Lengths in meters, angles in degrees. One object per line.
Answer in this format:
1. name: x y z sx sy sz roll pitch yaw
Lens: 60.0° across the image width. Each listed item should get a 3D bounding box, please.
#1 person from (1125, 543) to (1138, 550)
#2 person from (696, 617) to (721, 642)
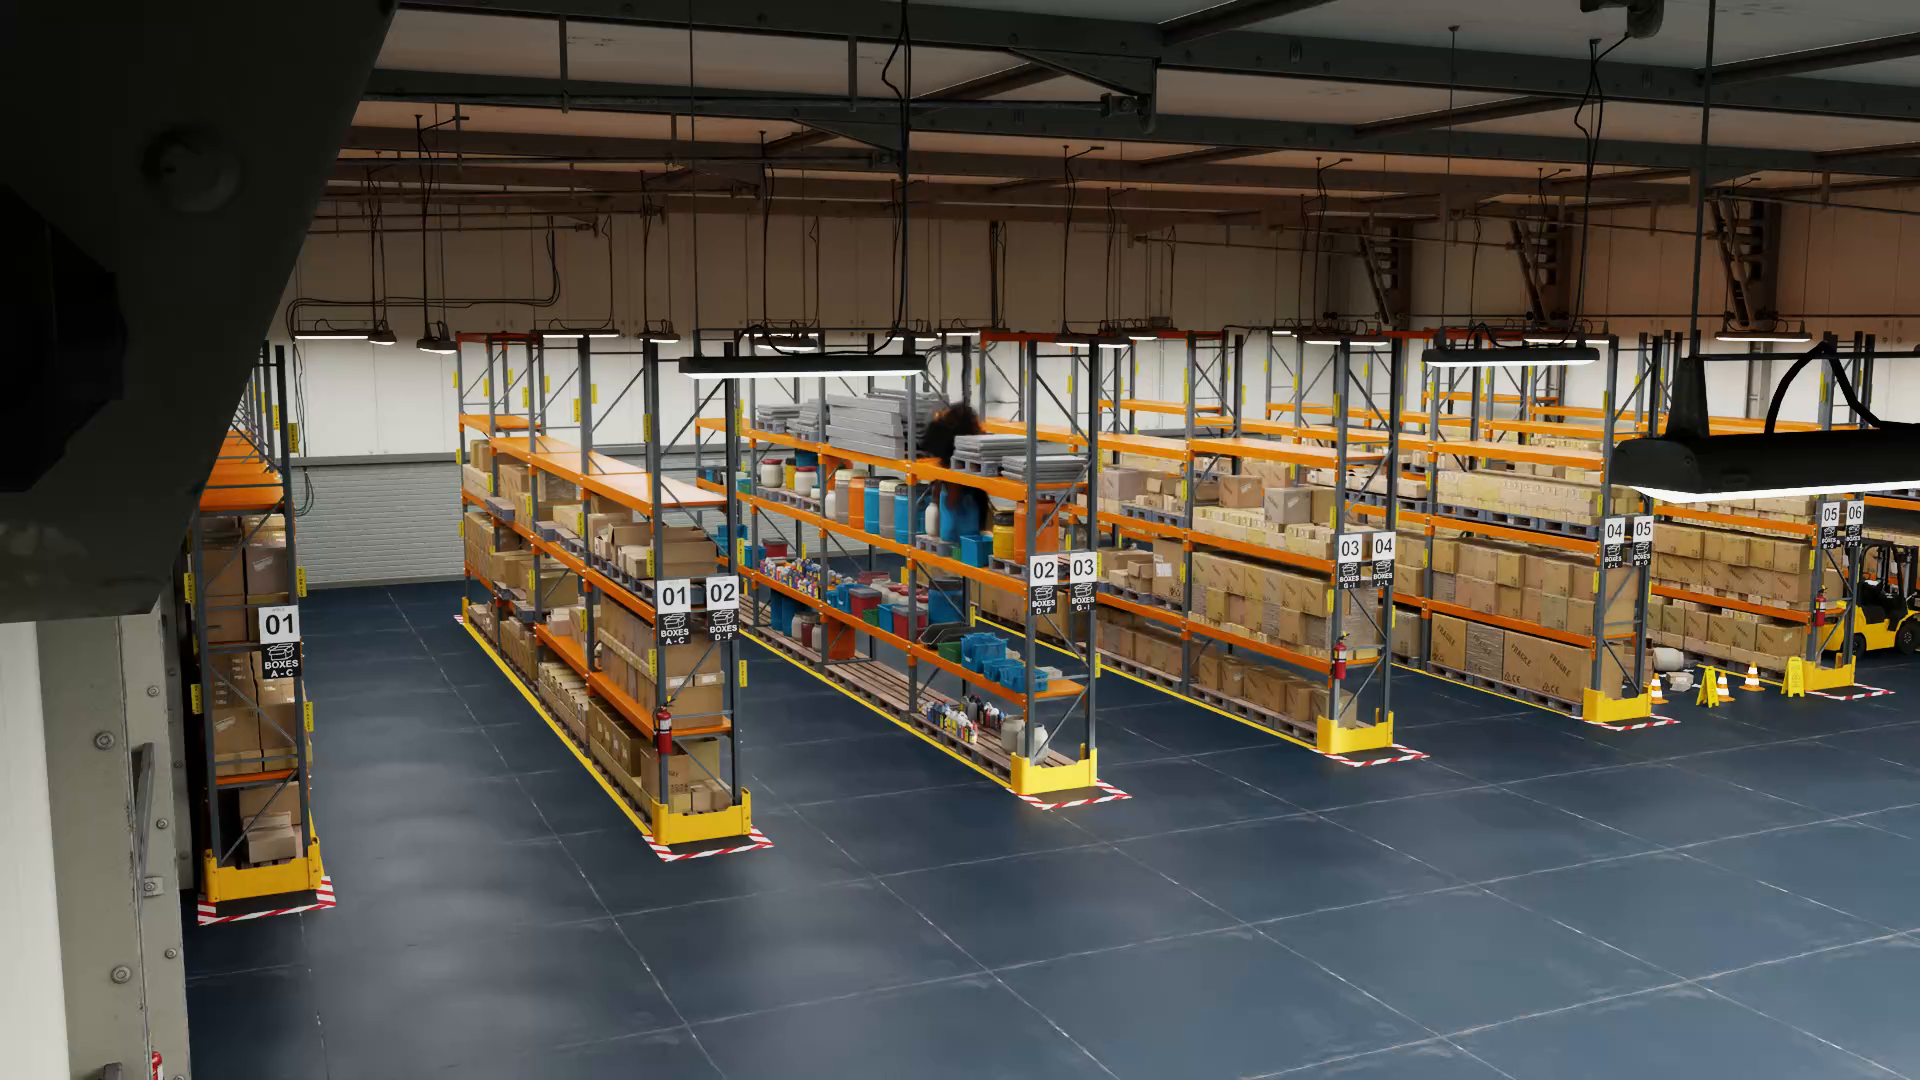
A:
1. person: 3.539 0.920 33.980 0.595 1.746 0.710 -4 9 -30
2. person: -4.340 1.575 29.125 0.652 1.662 0.934 -5 9 -33
